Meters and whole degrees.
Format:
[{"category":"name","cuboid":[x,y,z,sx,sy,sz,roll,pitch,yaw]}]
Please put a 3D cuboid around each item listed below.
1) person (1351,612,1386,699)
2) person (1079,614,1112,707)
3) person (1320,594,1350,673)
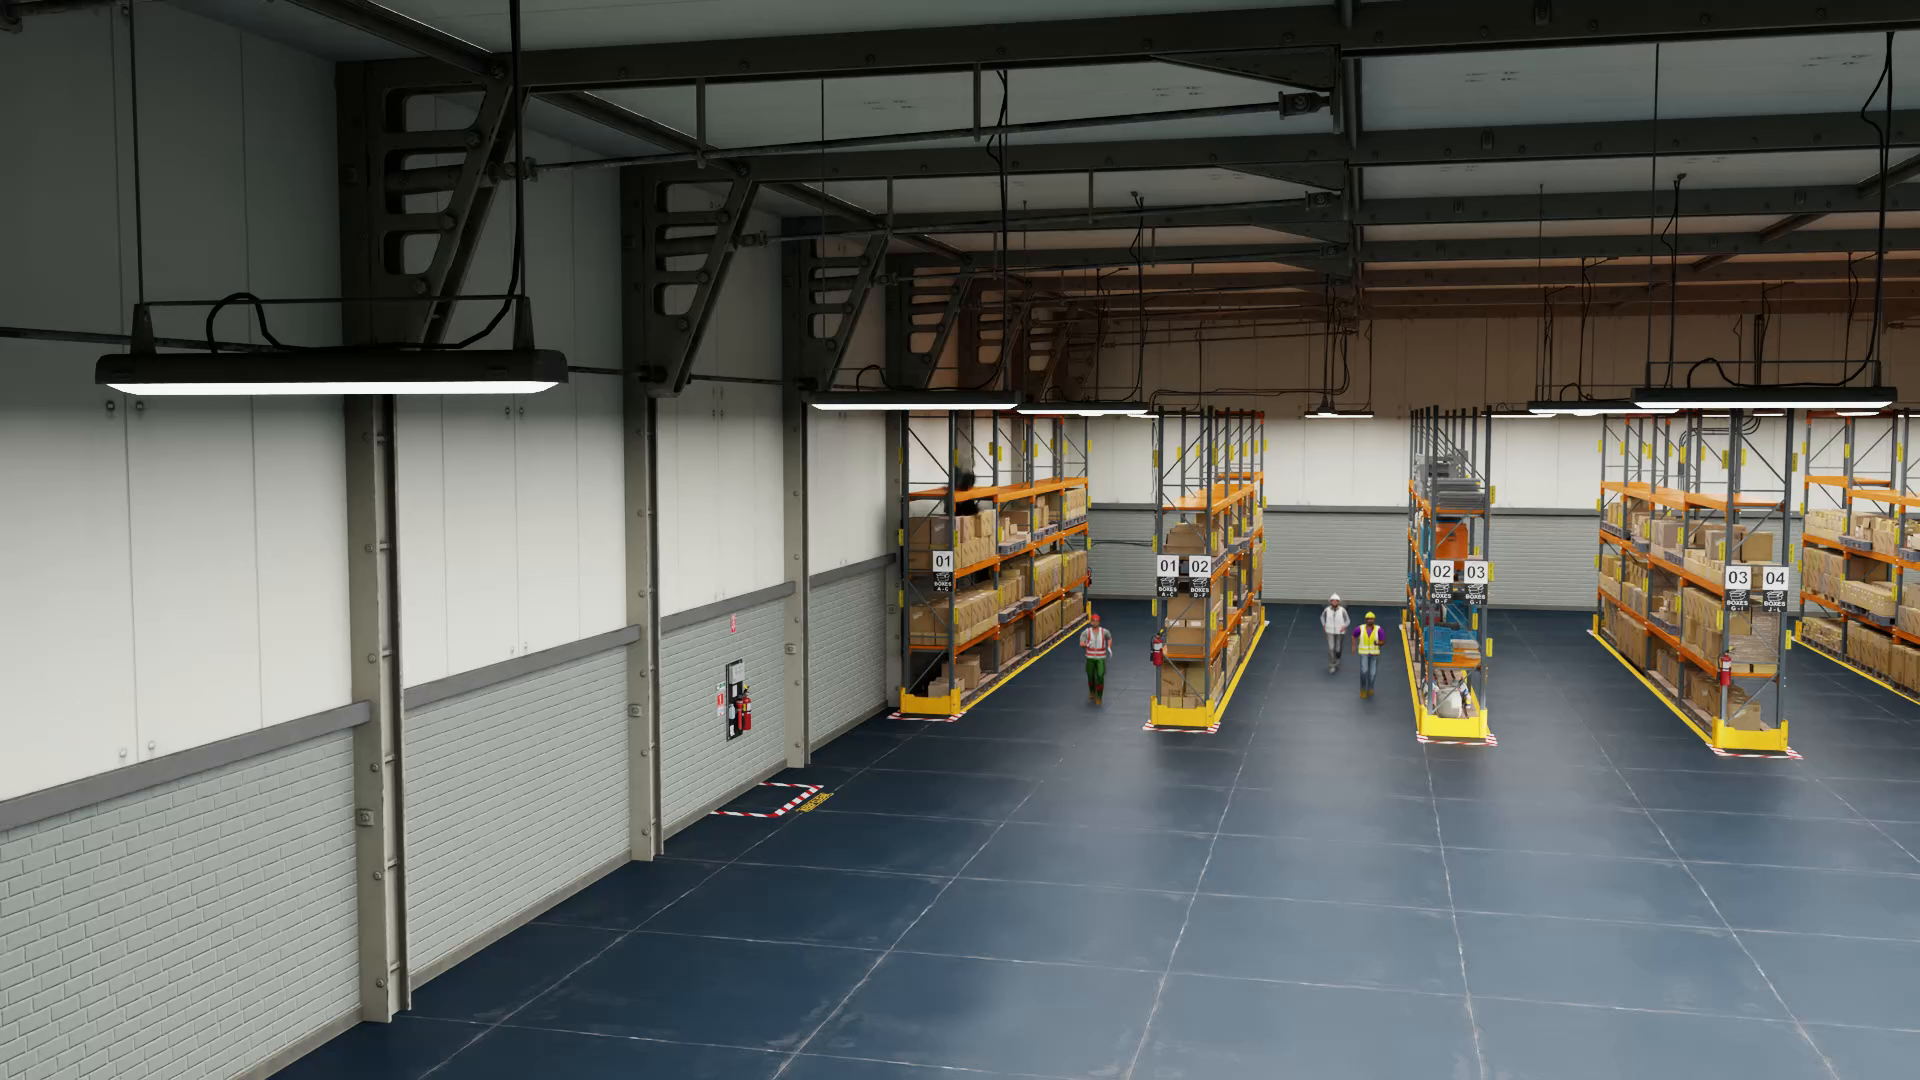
[{"category":"person","cuboid":[8.434,2.386,34.304,0.670,1.801,0.728,1,4,8]},{"category":"person","cuboid":[2.736,2.396,33.543,0.657,1.804,0.937,0,4,7]},{"category":"person","cuboid":[8.596,2.122,38.122,0.673,1.771,0.849,1,4,13]}]
